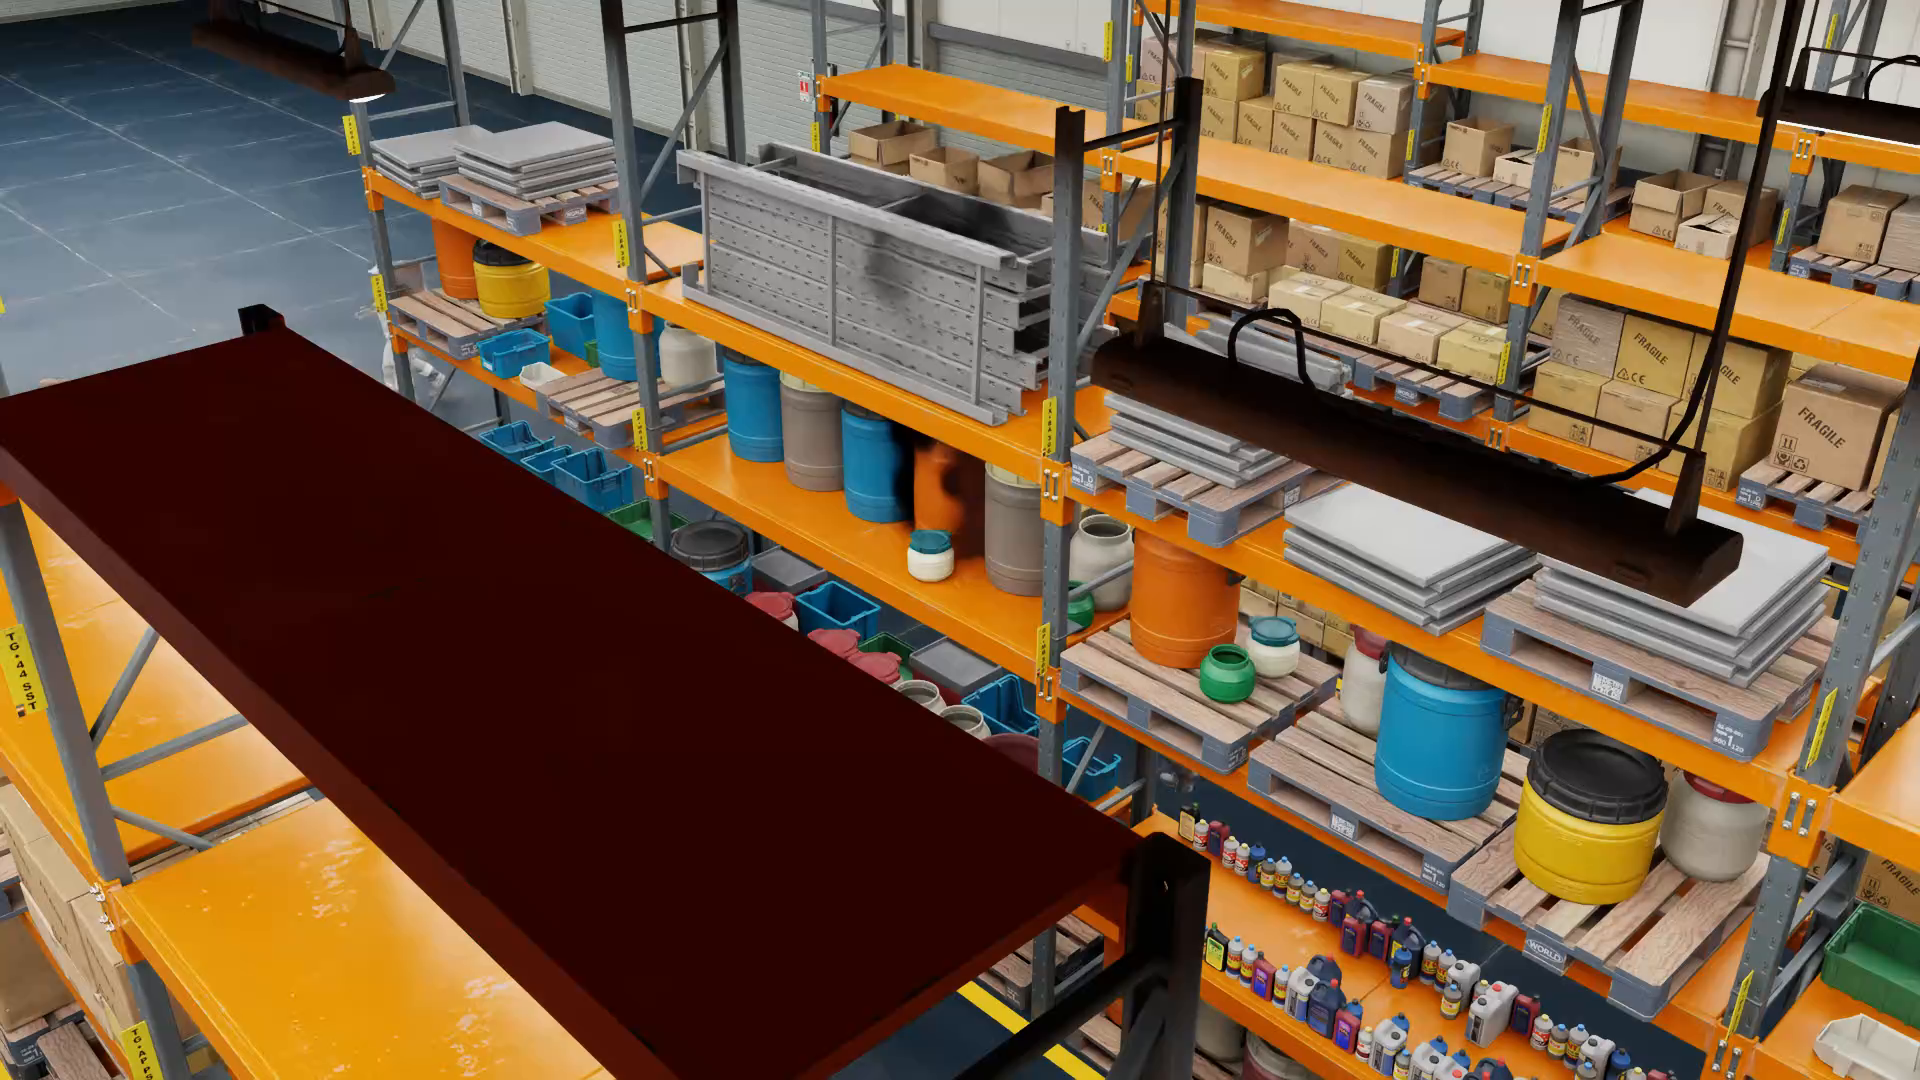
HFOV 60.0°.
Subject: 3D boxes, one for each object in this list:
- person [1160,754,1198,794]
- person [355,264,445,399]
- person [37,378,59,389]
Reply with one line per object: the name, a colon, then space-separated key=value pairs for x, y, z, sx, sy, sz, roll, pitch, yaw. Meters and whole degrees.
person: x=1.611 y=1.118 z=12.348 sx=0.559 sy=1.731 sz=0.646 roll=22 pitch=35 yaw=35
person: x=-6.525 y=-2.381 z=19.398 sx=0.942 sy=1.805 sz=0.622 roll=-12 pitch=31 yaw=-22
person: x=-8.691 y=-0.732 z=16.350 sx=0.919 sy=1.828 sz=0.694 roll=-3 pitch=28 yaw=-6
